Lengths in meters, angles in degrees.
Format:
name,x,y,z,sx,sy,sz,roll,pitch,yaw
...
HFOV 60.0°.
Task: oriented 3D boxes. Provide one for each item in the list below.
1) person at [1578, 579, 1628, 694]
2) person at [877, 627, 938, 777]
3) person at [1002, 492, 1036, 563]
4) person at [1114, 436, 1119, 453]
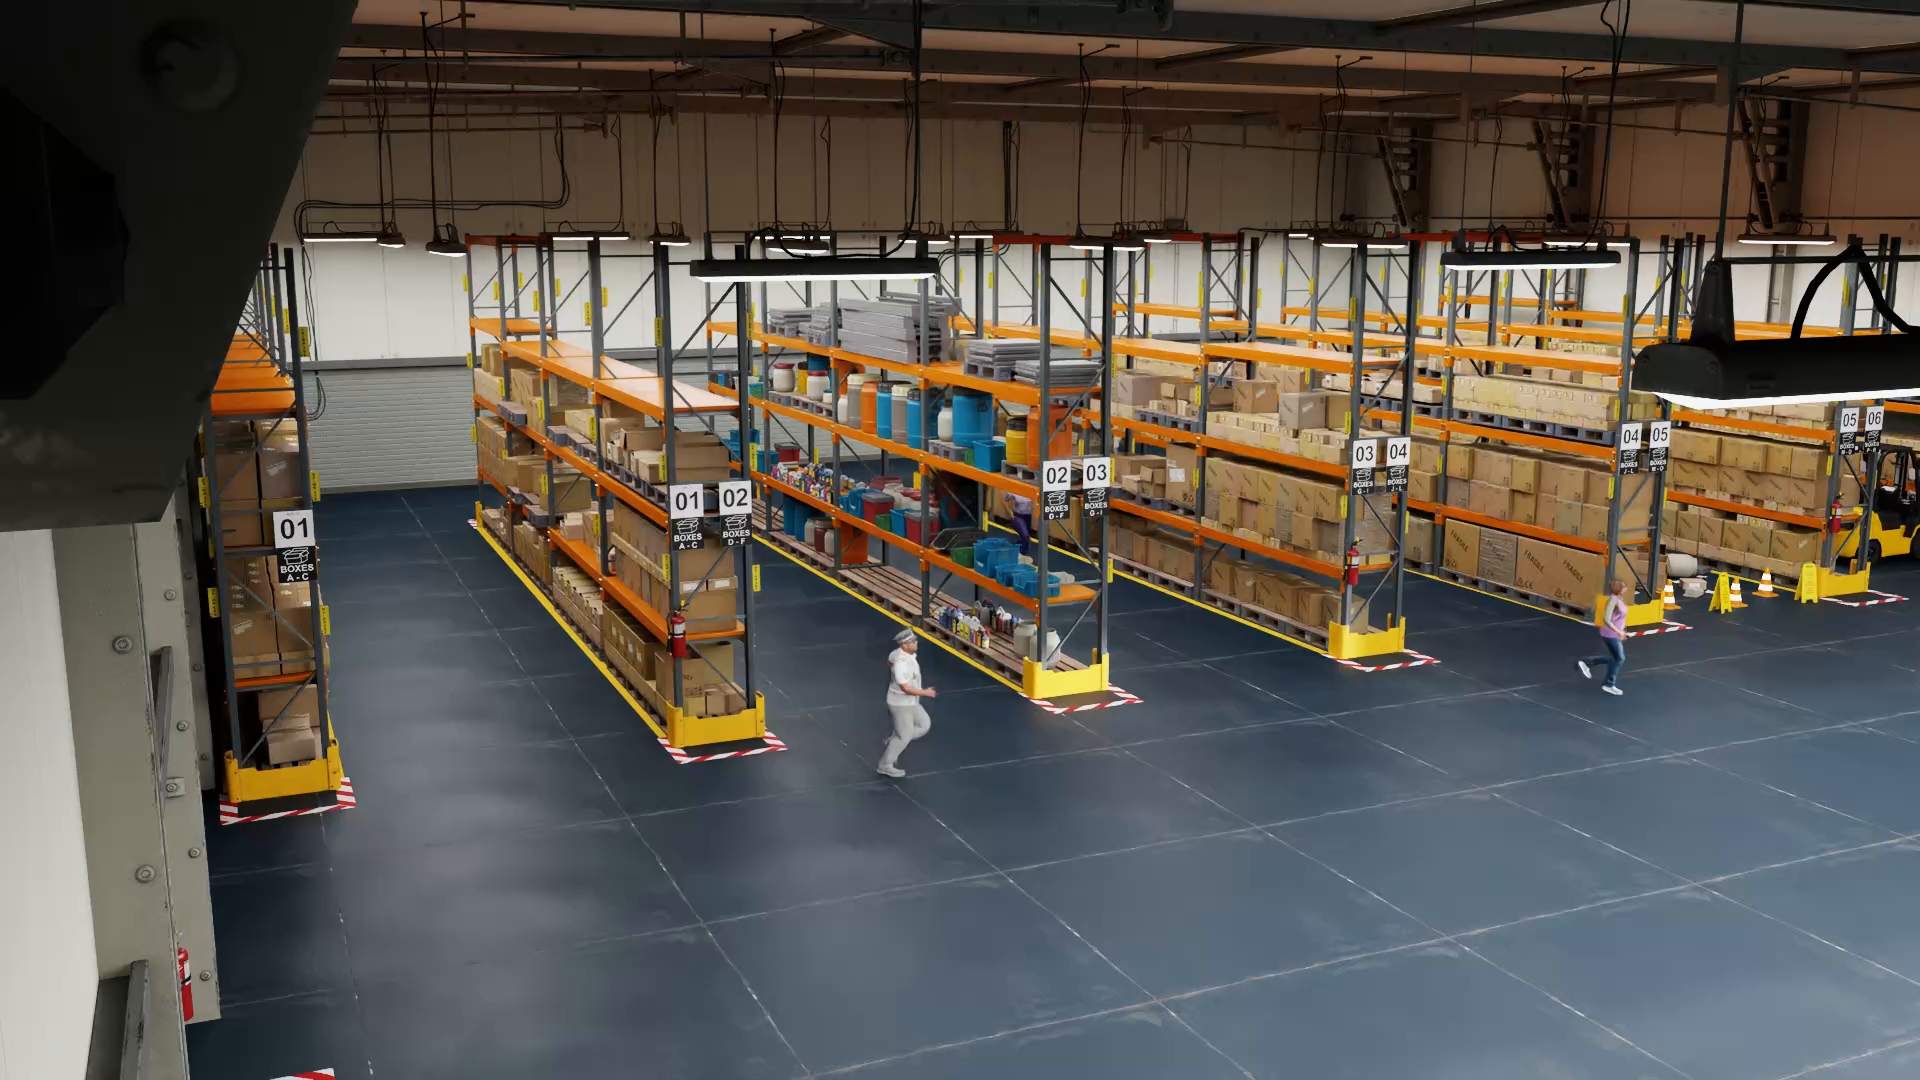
name,x,y,z,sx,sy,sz,roll,pitch,yaw
person,8.692,1.283,22.450,0.604,1.588,0.548,6,12,27
person,-0.597,1.839,19.090,0.712,1.744,0.689,1,11,4
person,1.094,-0.353,29.788,0.617,1.647,0.837,-6,13,-29
person,3.744,-2.522,41.452,0.837,1.821,0.682,-8,14,-37
